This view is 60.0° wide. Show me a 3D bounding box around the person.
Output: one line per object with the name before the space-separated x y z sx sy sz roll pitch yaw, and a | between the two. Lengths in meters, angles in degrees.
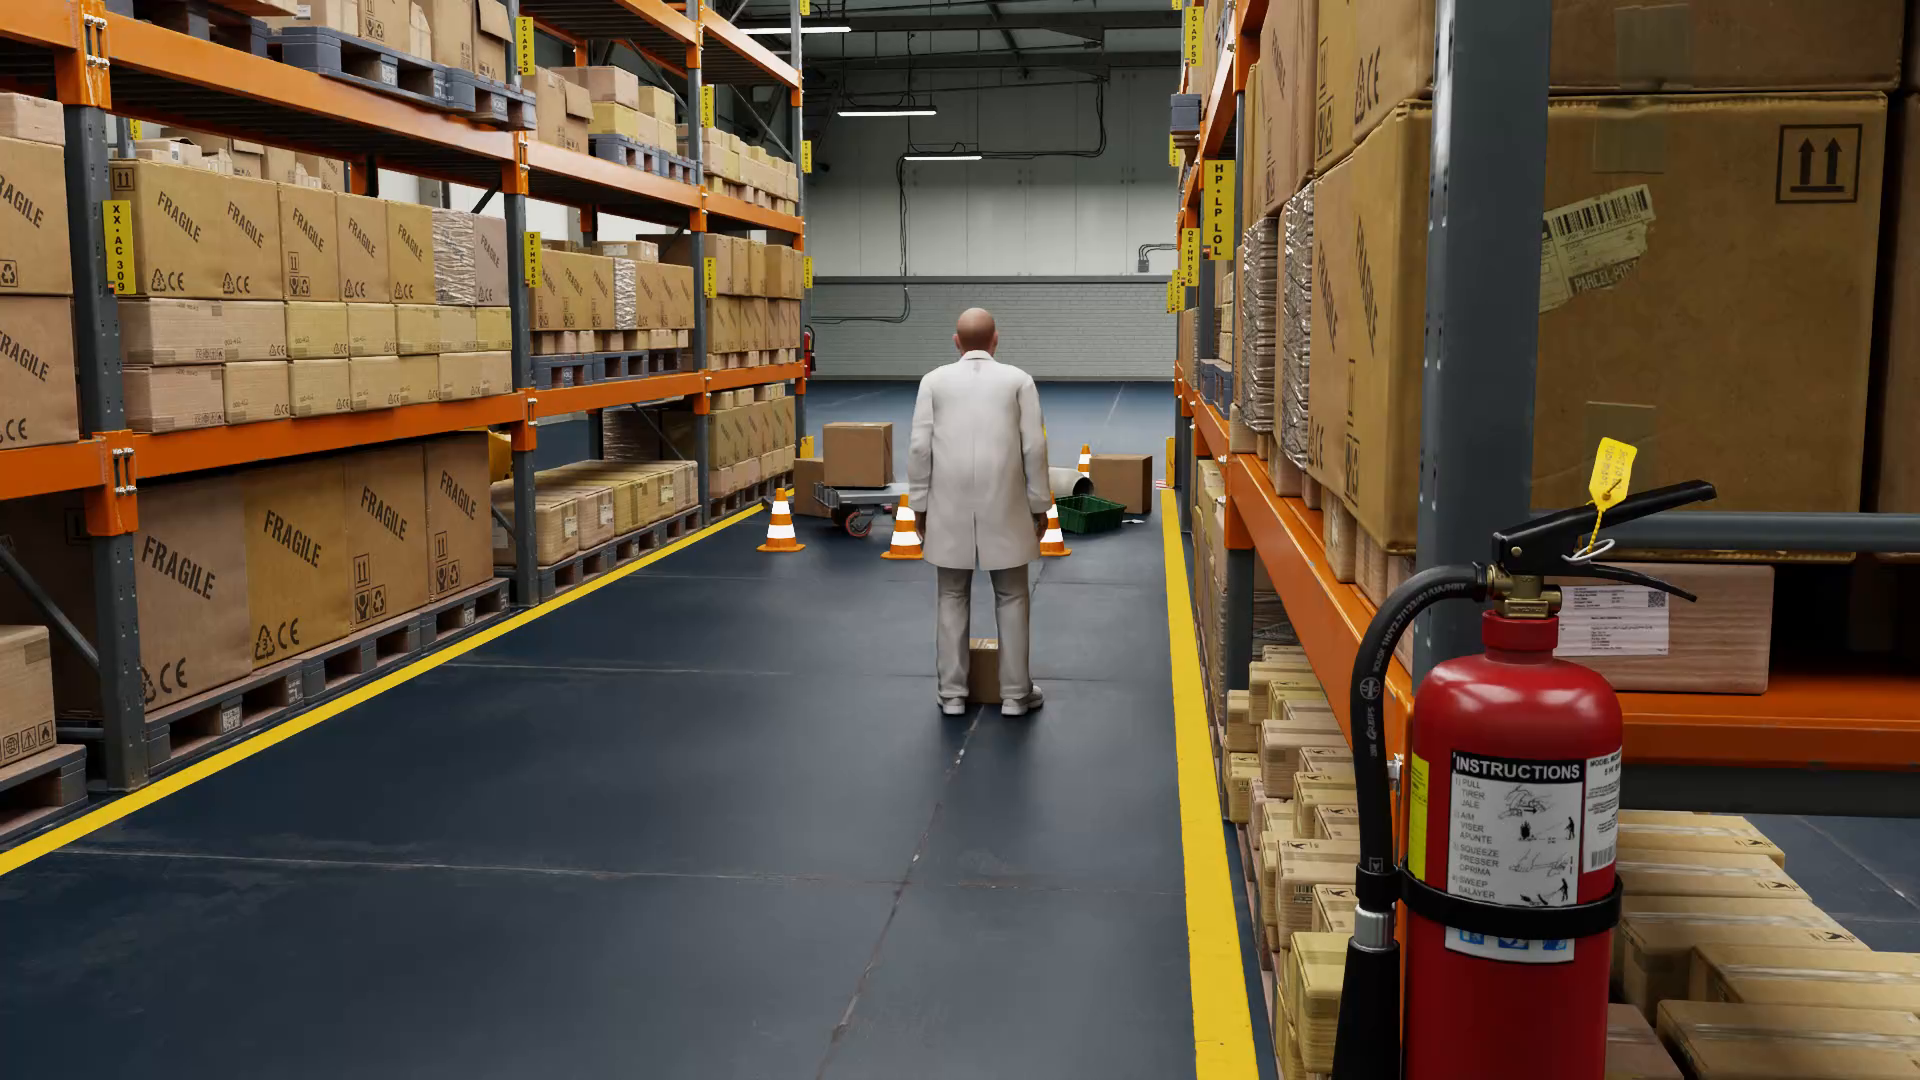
person | 0.088 -0.125 7.301 0.640 1.773 0.426 1 7 6
